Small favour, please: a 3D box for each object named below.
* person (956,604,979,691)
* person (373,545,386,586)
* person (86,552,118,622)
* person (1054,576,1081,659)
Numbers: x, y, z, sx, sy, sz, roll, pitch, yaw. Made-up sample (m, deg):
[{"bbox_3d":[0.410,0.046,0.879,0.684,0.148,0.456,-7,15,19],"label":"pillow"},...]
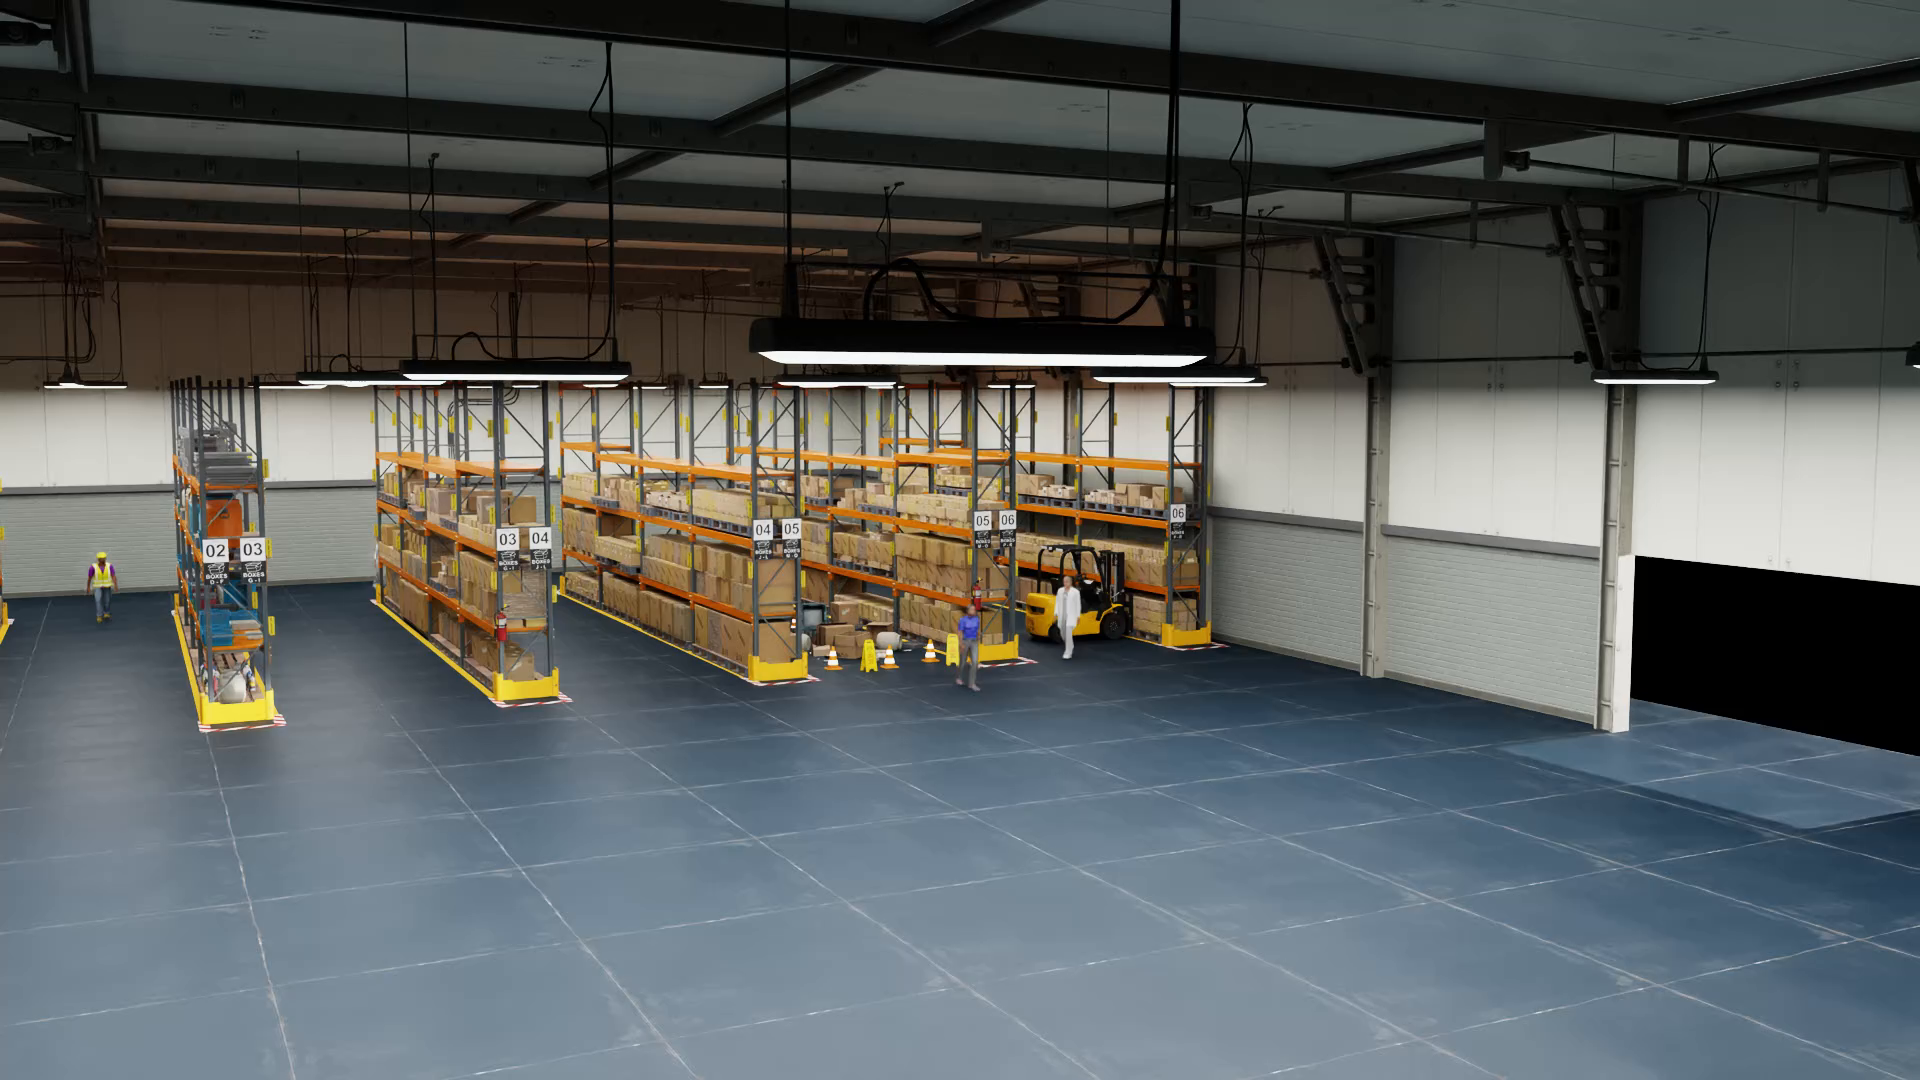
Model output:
[{"bbox_3d":[0.176,2.058,32.220,0.538,1.649,0.764,-3,6,-30],"label":"person"},{"bbox_3d":[-16.744,0.647,48.192,1.022,1.528,0.455,3,6,33],"label":"person"},{"bbox_3d":[-21.431,1.164,41.525,0.706,1.708,1.085,-2,6,-26],"label":"person"},{"bbox_3d":[2.334,1.651,35.912,0.560,1.755,0.930,3,6,33],"label":"person"}]
